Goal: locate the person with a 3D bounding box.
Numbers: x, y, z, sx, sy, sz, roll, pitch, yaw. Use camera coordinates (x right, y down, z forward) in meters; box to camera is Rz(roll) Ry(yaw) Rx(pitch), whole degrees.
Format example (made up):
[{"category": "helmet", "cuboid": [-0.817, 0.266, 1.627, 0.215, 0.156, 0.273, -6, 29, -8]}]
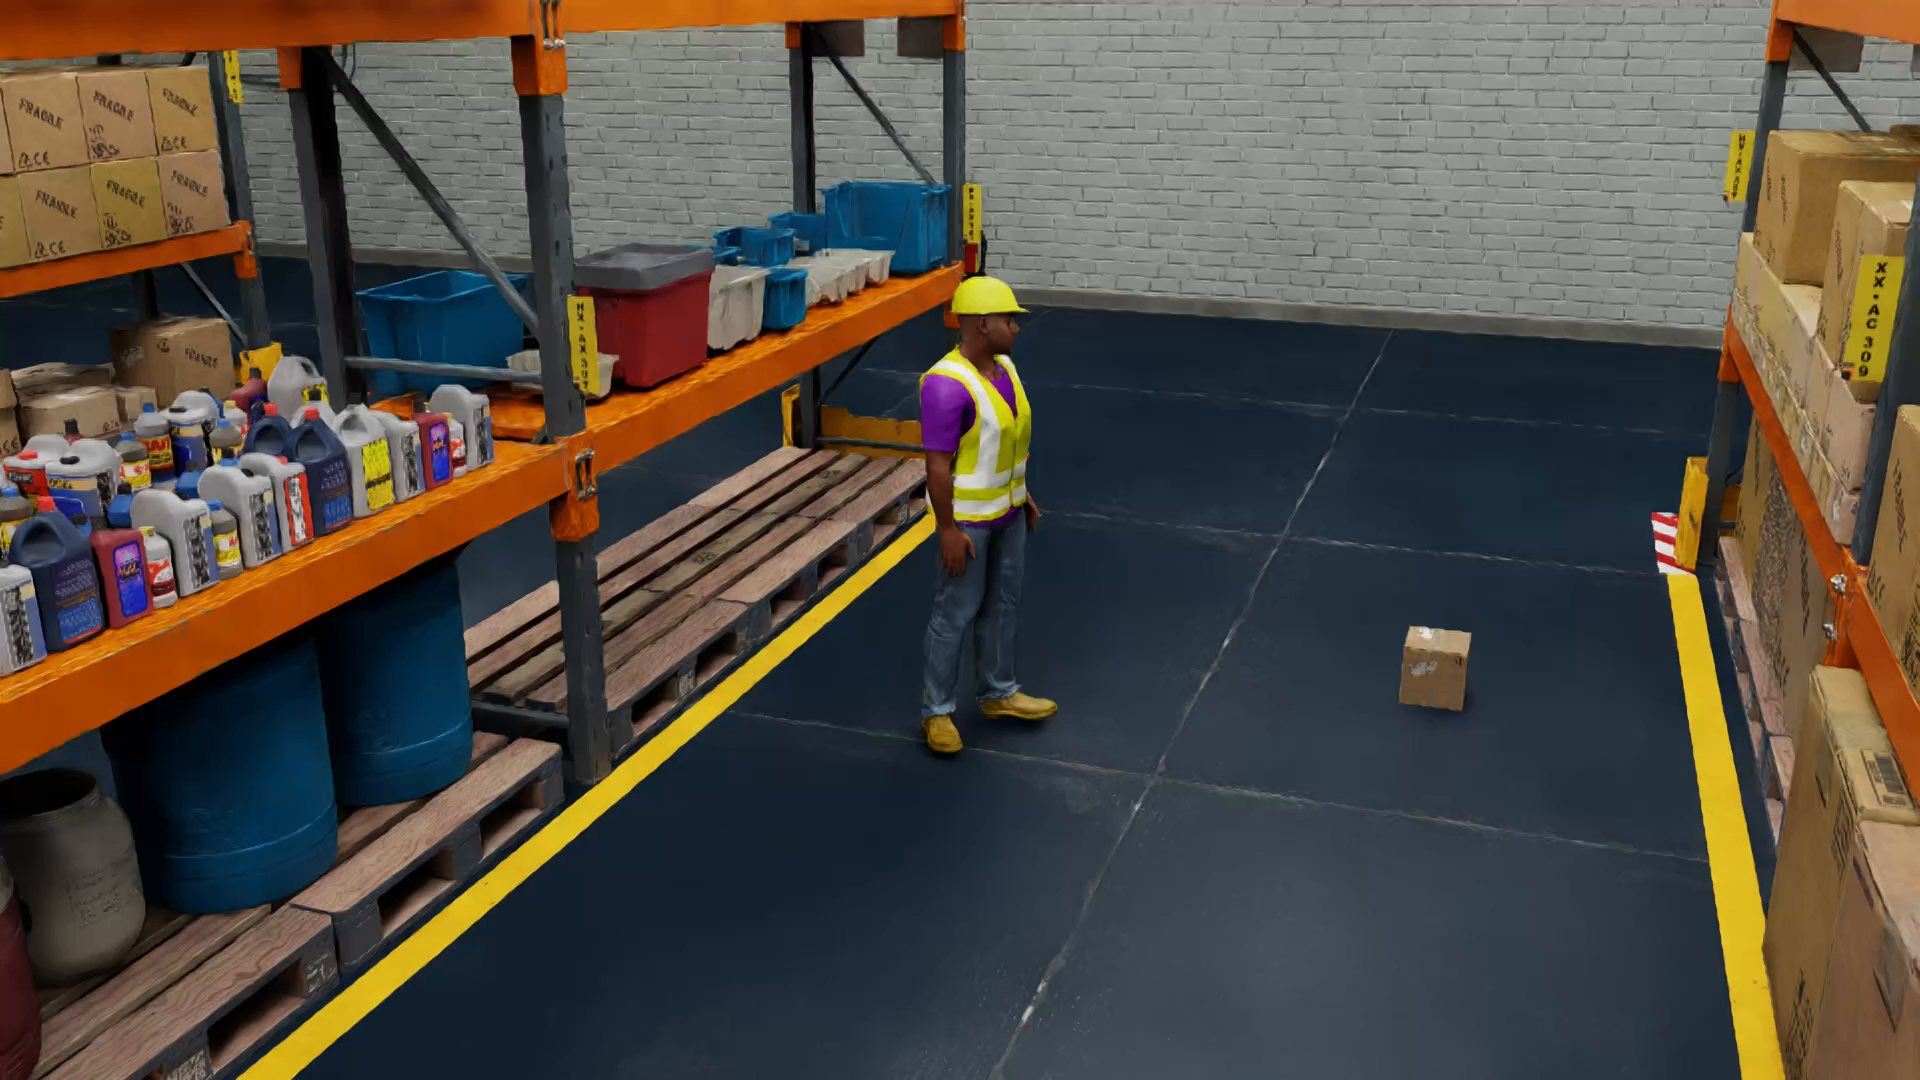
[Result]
[{"category": "person", "cuboid": [0.075, -0.139, 6.268, 0.357, 1.704, 0.637, 12, 22, 31]}]
